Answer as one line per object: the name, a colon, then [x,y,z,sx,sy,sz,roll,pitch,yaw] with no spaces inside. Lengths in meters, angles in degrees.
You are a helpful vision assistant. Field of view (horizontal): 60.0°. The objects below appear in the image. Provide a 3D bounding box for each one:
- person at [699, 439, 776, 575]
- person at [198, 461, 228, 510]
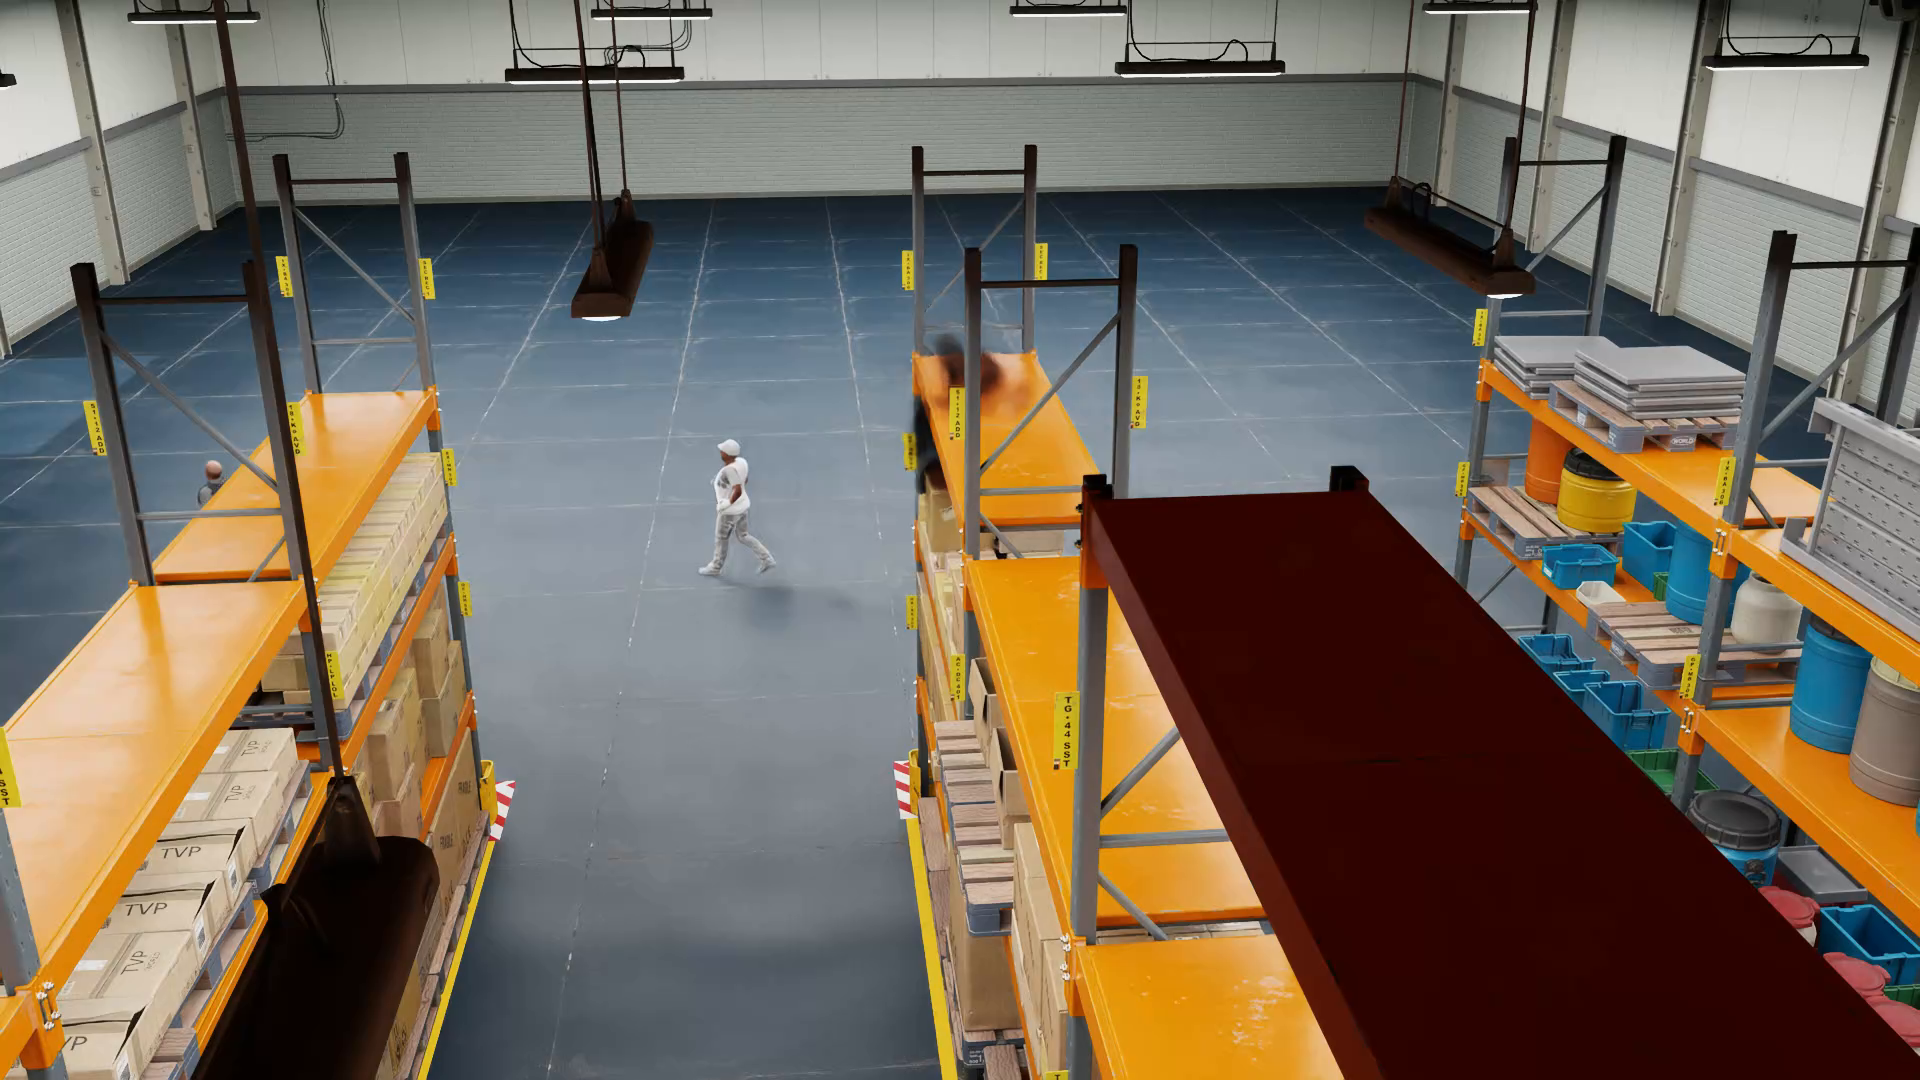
person: [-2.737,-0.371,20.074,1.013,1.765,0.688,7,23,18]
person: [-8.655,-0.112,19.522,0.950,1.724,0.657,16,26,34]
